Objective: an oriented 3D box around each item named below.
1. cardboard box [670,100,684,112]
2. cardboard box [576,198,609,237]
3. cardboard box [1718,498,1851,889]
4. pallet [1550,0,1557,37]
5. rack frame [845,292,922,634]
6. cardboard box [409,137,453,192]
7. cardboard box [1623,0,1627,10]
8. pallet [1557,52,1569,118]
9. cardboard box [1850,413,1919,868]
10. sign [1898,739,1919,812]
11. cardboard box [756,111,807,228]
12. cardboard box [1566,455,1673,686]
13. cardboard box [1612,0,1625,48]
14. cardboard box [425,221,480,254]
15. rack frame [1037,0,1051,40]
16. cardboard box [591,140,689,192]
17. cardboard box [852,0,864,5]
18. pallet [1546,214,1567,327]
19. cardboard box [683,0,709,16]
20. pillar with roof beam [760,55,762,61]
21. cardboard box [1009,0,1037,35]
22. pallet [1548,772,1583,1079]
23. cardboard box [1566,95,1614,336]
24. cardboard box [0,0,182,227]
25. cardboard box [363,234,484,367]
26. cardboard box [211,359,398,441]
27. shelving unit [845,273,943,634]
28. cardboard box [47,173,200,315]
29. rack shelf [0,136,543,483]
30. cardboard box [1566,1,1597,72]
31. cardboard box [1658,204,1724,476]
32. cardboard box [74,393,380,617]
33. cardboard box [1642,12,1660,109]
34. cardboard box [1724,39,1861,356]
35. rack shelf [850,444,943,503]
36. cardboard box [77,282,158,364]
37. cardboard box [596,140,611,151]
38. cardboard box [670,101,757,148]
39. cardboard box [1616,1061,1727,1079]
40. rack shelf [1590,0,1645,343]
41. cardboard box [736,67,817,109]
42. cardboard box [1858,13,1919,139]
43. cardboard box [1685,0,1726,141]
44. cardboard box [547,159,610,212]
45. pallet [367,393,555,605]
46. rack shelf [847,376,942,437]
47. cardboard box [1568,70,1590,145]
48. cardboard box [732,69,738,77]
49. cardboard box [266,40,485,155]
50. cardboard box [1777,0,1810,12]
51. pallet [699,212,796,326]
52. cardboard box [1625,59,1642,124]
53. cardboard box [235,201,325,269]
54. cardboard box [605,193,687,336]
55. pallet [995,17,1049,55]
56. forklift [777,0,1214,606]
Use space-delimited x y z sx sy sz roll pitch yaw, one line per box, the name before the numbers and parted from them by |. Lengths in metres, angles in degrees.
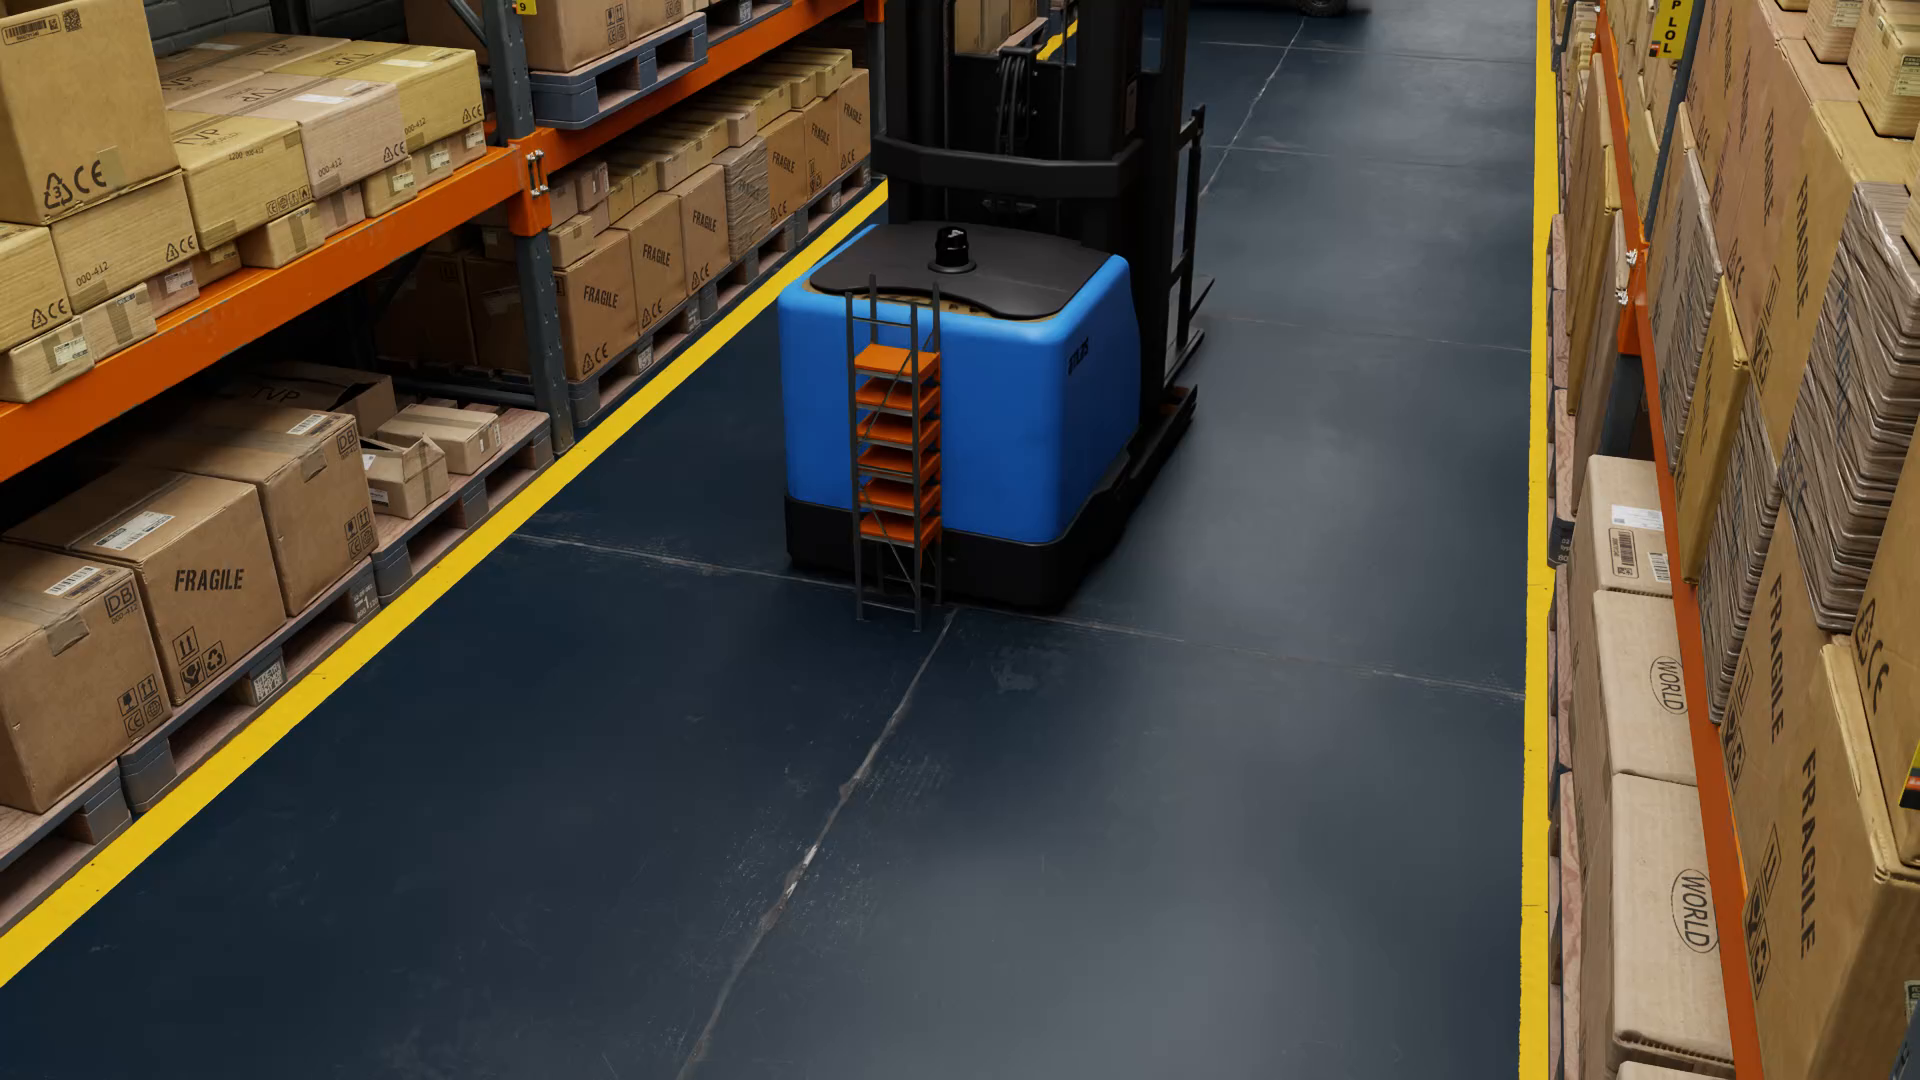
cardboard box | -1.682 -2.298 8.767 0.380 0.149 0.250 8 30 14
cardboard box | -1.739 -1.393 7.141 0.380 0.149 0.250 8 30 13
cardboard box | 1.516 0.278 2.561 0.500 0.500 0.500 8 30 14
pallet | 5.508 -4.429 13.994 1.003 0.211 1.213 8 30 15
rack frame | -0.243 -0.225 5.420 0.240 1.200 0.006 11 31 18
cardboard box | -2.014 -1.332 5.818 0.380 0.149 0.250 9 30 16
cardboard box | 3.119 -2.385 7.093 0.500 0.250 0.500 8 30 15
pallet | 4.761 -3.181 11.751 1.003 0.211 1.213 8 30 15
cardboard box | 1.380 0.077 1.896 0.500 0.500 0.500 9 30 17
sign | 0.951 0.122 1.511 0.100 0.325 0.005 8 30 15
cardboard box | -1.159 -1.998 8.896 0.500 0.500 0.500 10 31 17
cardboard box | 2.353 0.169 5.064 0.875 0.438 0.875 8 30 14
cardboard box | 3.296 -2.404 7.641 0.500 0.250 0.500 8 30 13
cardboard box | -2.274 -1.337 7.040 0.380 0.149 0.250 7 30 13
rack frame | 0.242 -5.468 12.994 1.000 3.000 0.127 8 30 15
cardboard box | -1.498 -1.754 7.790 0.380 0.149 0.250 8 30 15
cardboard box | -0.551 -3.348 11.193 0.875 0.625 0.625 9 30 17
pallet | 3.511 -1.328 8.421 1.003 0.211 1.213 8 30 15
cardboard box | -1.331 -2.466 7.304 0.396 0.266 0.258 10 31 17
pillar with roof beam | 2.705 -6.351 8.410 9.100 9.000 0.400 8 30 15
cardboard box | 0.100 -4.370 13.030 0.875 0.625 0.625 10 31 17
pallet | 1.986 1.086 4.081 1.003 0.211 1.213 8 30 15
cardboard box | 3.266 -1.435 7.497 0.875 0.875 0.875 9 30 15
cardboard box | -2.449 -1.153 4.314 0.500 0.500 0.500 9 30 16
cardboard box | -2.245 -1.112 7.302 0.500 0.500 0.500 8 30 15
cardboard box | -2.526 -0.486 6.371 0.500 0.311 0.500 10 30 17
shelving unit | -0.210 -0.266 5.494 0.258 1.200 0.189 11 31 18
cardboard box | -2.466 -0.839 4.521 0.500 0.250 0.500 8 30 14
rack shelf | -2.693 -0.506 4.815 1.077 0.370 4.000 8 30 15
cardboard box | 4.837 -3.553 11.822 0.950 0.372 0.625 9 30 16
cardboard box | 1.948 -0.443 3.858 0.500 0.500 0.500 9 30 15
cardboard box | -2.417 -0.127 5.533 0.700 0.500 0.500 7 30 13
cardboard box | 2.677 -1.670 5.806 0.500 0.250 0.500 9 30 16
cardboard box | 1.803 -0.633 3.172 0.500 0.500 0.500 8 30 14
rack shelf | -0.210 -0.227 5.516 0.258 0.103 0.180 11 31 18
cardboard box | -2.438 -0.612 4.523 0.380 0.149 0.250 9 30 16
cardboard box | -1.934 -1.945 8.132 0.380 0.149 0.250 9 30 16
cardboard box | -1.251 -2.106 8.422 0.380 0.149 0.250 7 30 12
cardboard box | 1.564 1.430 2.797 0.875 0.438 0.875 7 30 13
rack shelf | 3.227 -1.659 6.886 1.077 0.370 4.000 8 30 15
cardboard box | -1.005 -2.471 9.078 0.380 0.149 0.250 7 30 13
cardboard box | 1.702 -0.745 2.705 0.380 0.149 0.250 9 30 16
cardboard box | 2.269 -1.338 4.438 0.500 0.500 0.500 9 30 15
cardboard box | -1.716 -1.511 7.047 0.380 0.149 0.250 7 30 12
pallet | -2.309 -0.213 6.415 1.003 0.211 1.213 8 30 15
rack shelf | -0.210 -0.437 5.399 0.258 0.103 0.180 11 31 18
cardboard box | 4.198 -2.543 10.007 0.950 0.372 0.625 8 30 14
cardboard box | -1.487 -2.666 9.429 0.380 0.149 0.250 9 30 16
cardboard box | -2.022 -1.543 5.787 0.500 0.250 0.500 9 30 16
cardboard box | 1.968 -1.226 3.569 0.380 0.149 0.250 8 30 13
pallet | -1.547 -1.484 8.700 1.003 0.211 1.213 8 30 15
cardboard box | 2.848 -1.691 6.358 0.500 0.250 0.500 8 30 14
cardboard box | -2.218 -0.967 5.162 0.380 0.149 0.250 8 30 14
cardboard box | -1.602 -1.283 7.610 0.500 0.500 0.500 8 30 14
pallet | 0.063 -3.902 13.046 1.003 0.211 1.213 8 30 15
forklift | 0.376 -1.753 6.386 1.130 2.935 3.031 11 31 18
